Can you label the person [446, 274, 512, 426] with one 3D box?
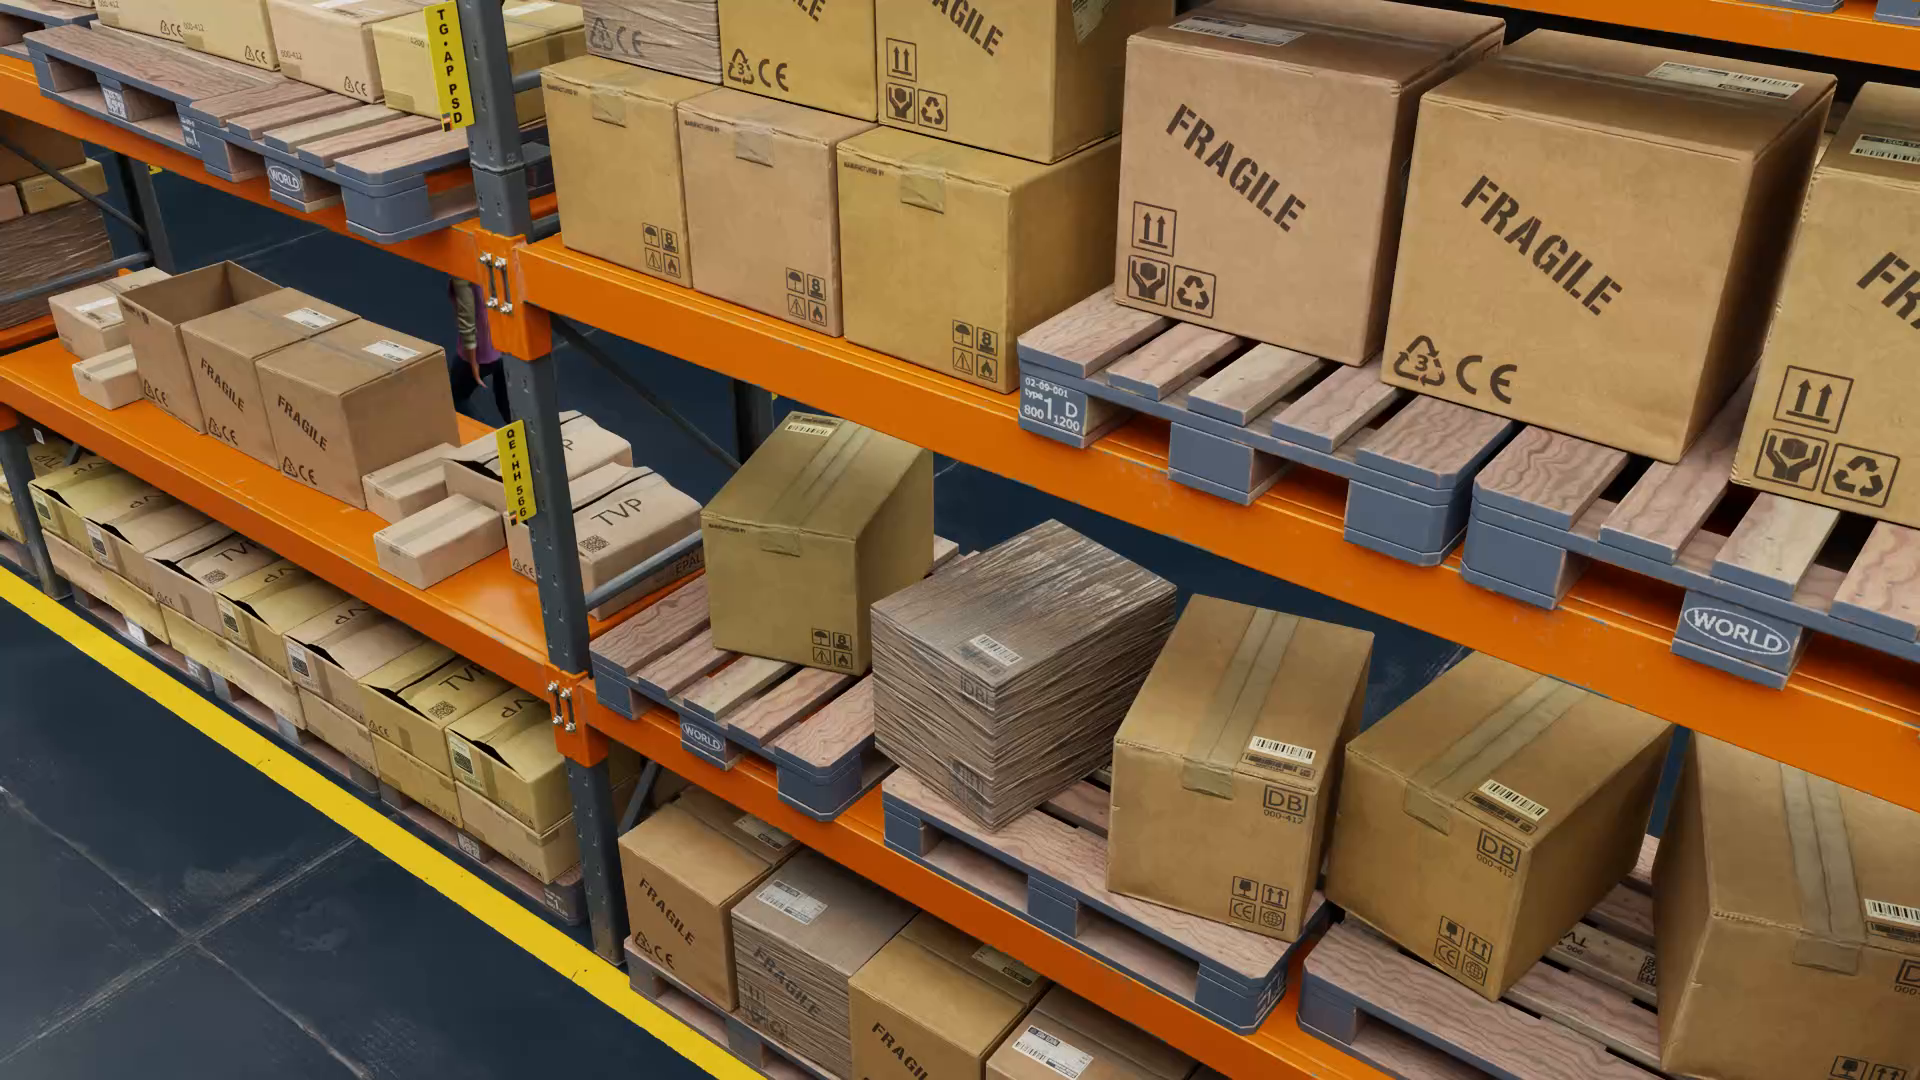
[{"bbox_3d":[-2.478,-0.978,8.734,0.463,1.626,0.427,22,37,31],"label":"person"}]
